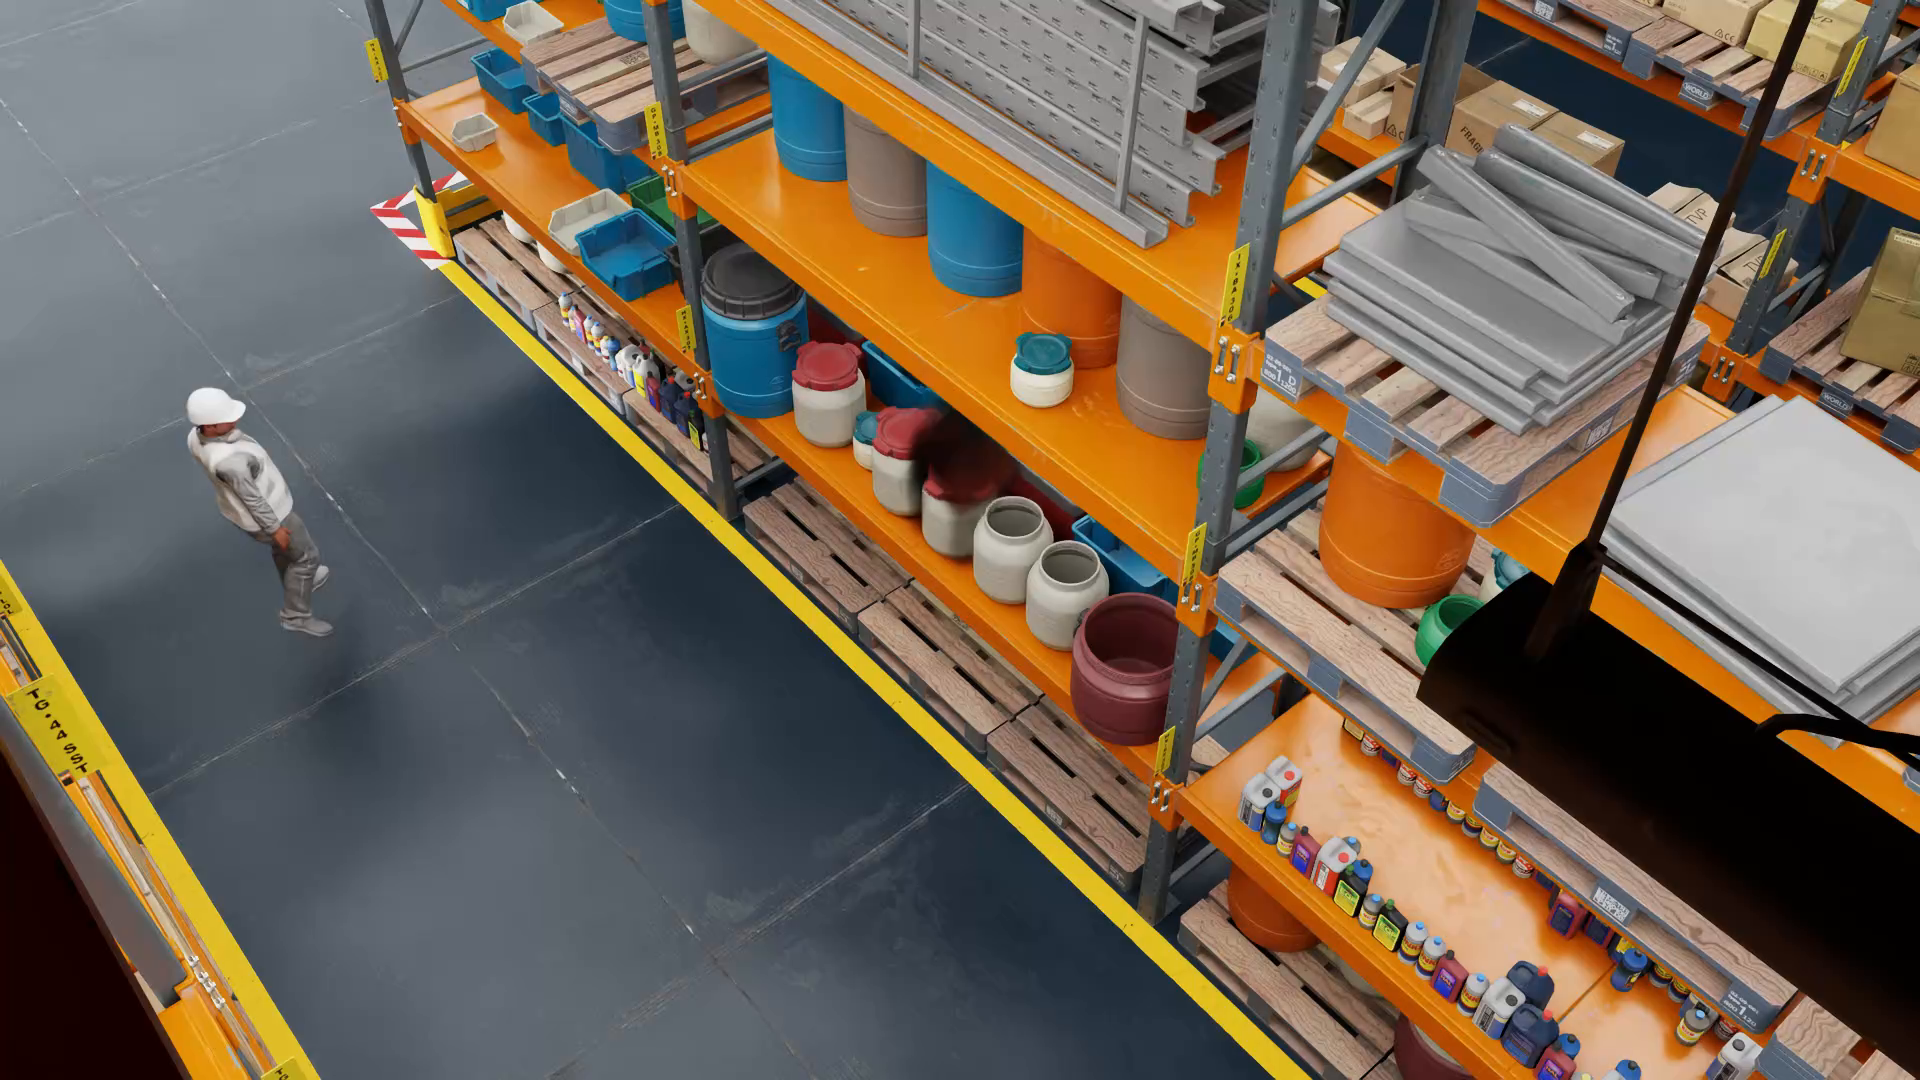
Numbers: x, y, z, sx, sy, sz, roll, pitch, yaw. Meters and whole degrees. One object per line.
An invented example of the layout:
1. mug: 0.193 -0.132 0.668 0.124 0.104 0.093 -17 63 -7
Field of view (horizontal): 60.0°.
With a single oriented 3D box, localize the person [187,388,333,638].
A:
1. person: -4.005 -0.191 9.605 0.580 1.835 0.500 29 53 25
